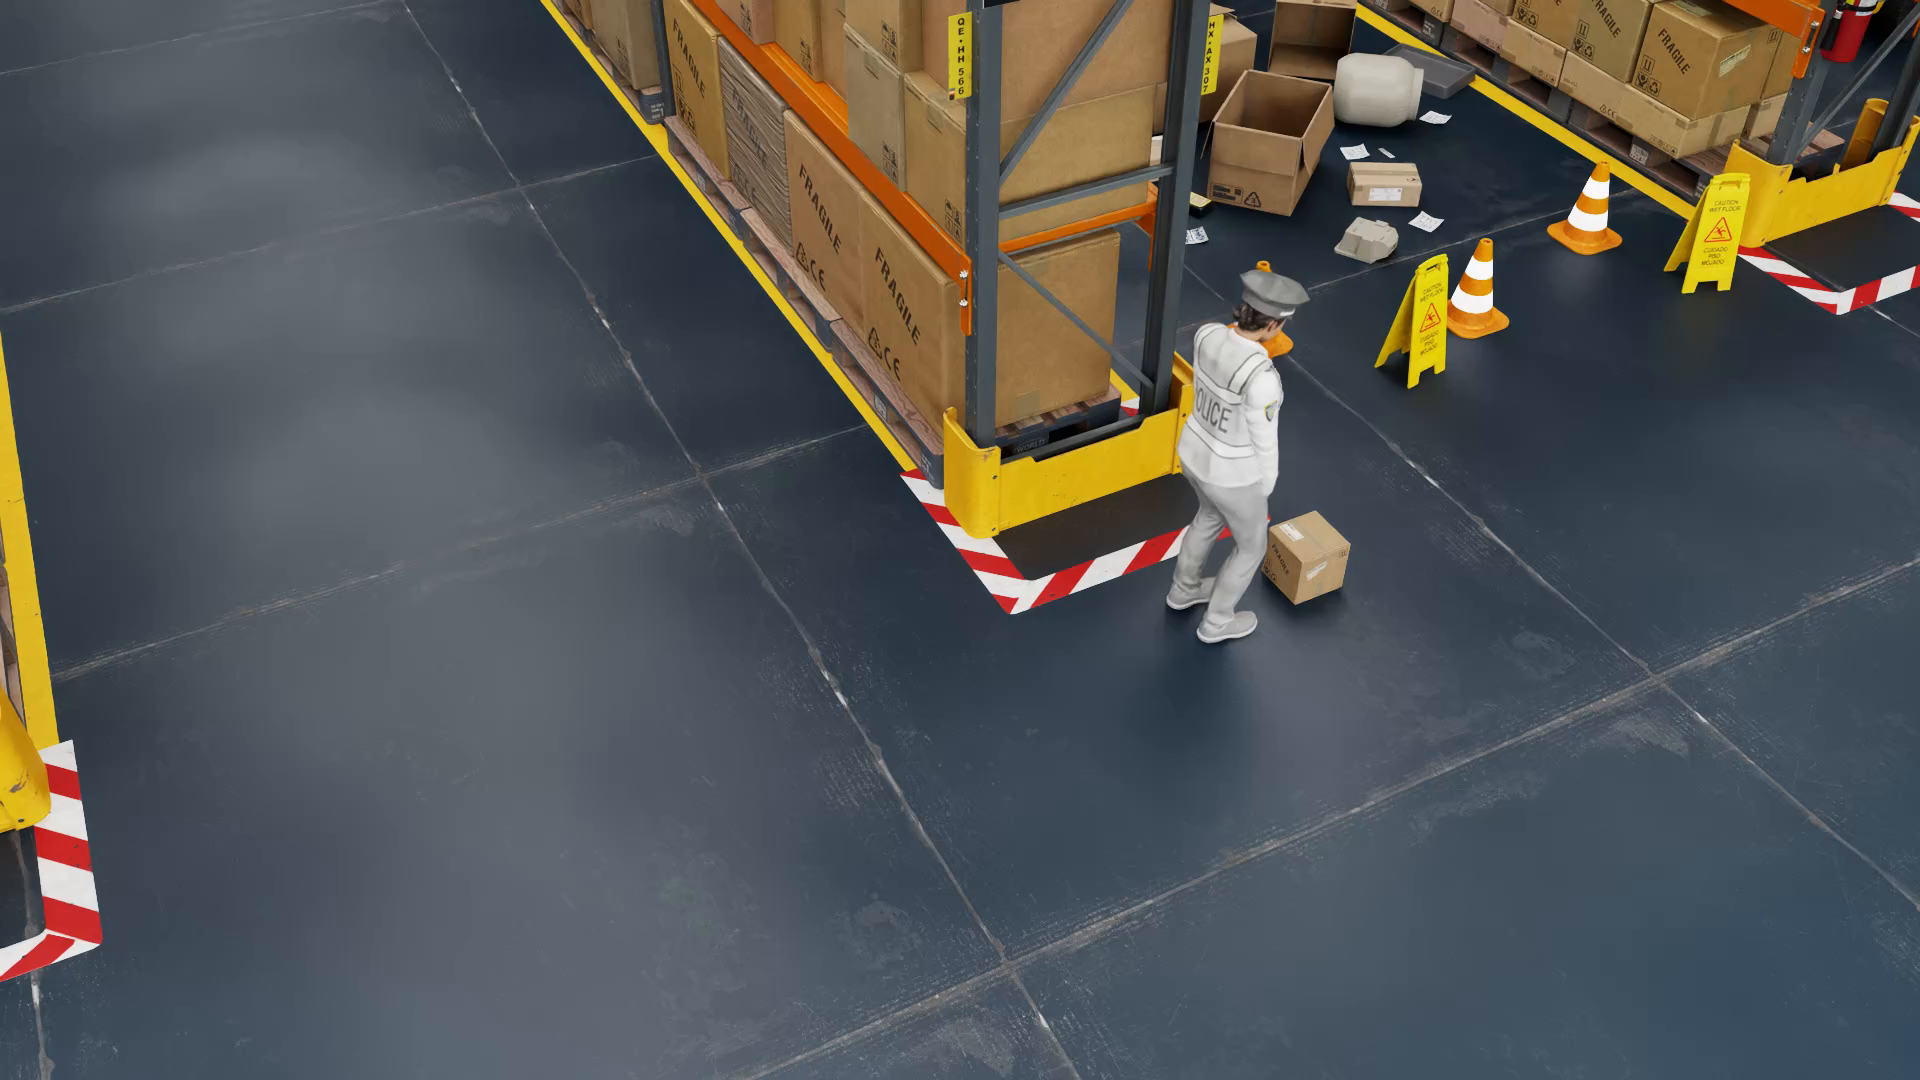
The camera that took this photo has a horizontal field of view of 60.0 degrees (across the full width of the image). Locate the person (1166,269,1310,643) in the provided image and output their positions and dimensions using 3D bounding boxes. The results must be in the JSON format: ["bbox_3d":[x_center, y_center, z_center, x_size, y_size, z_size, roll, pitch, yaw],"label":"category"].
[{"bbox_3d":[1.065,-0.315,6.546,0.428,1.635,0.496,-18,45,-19],"label":"person"}]
